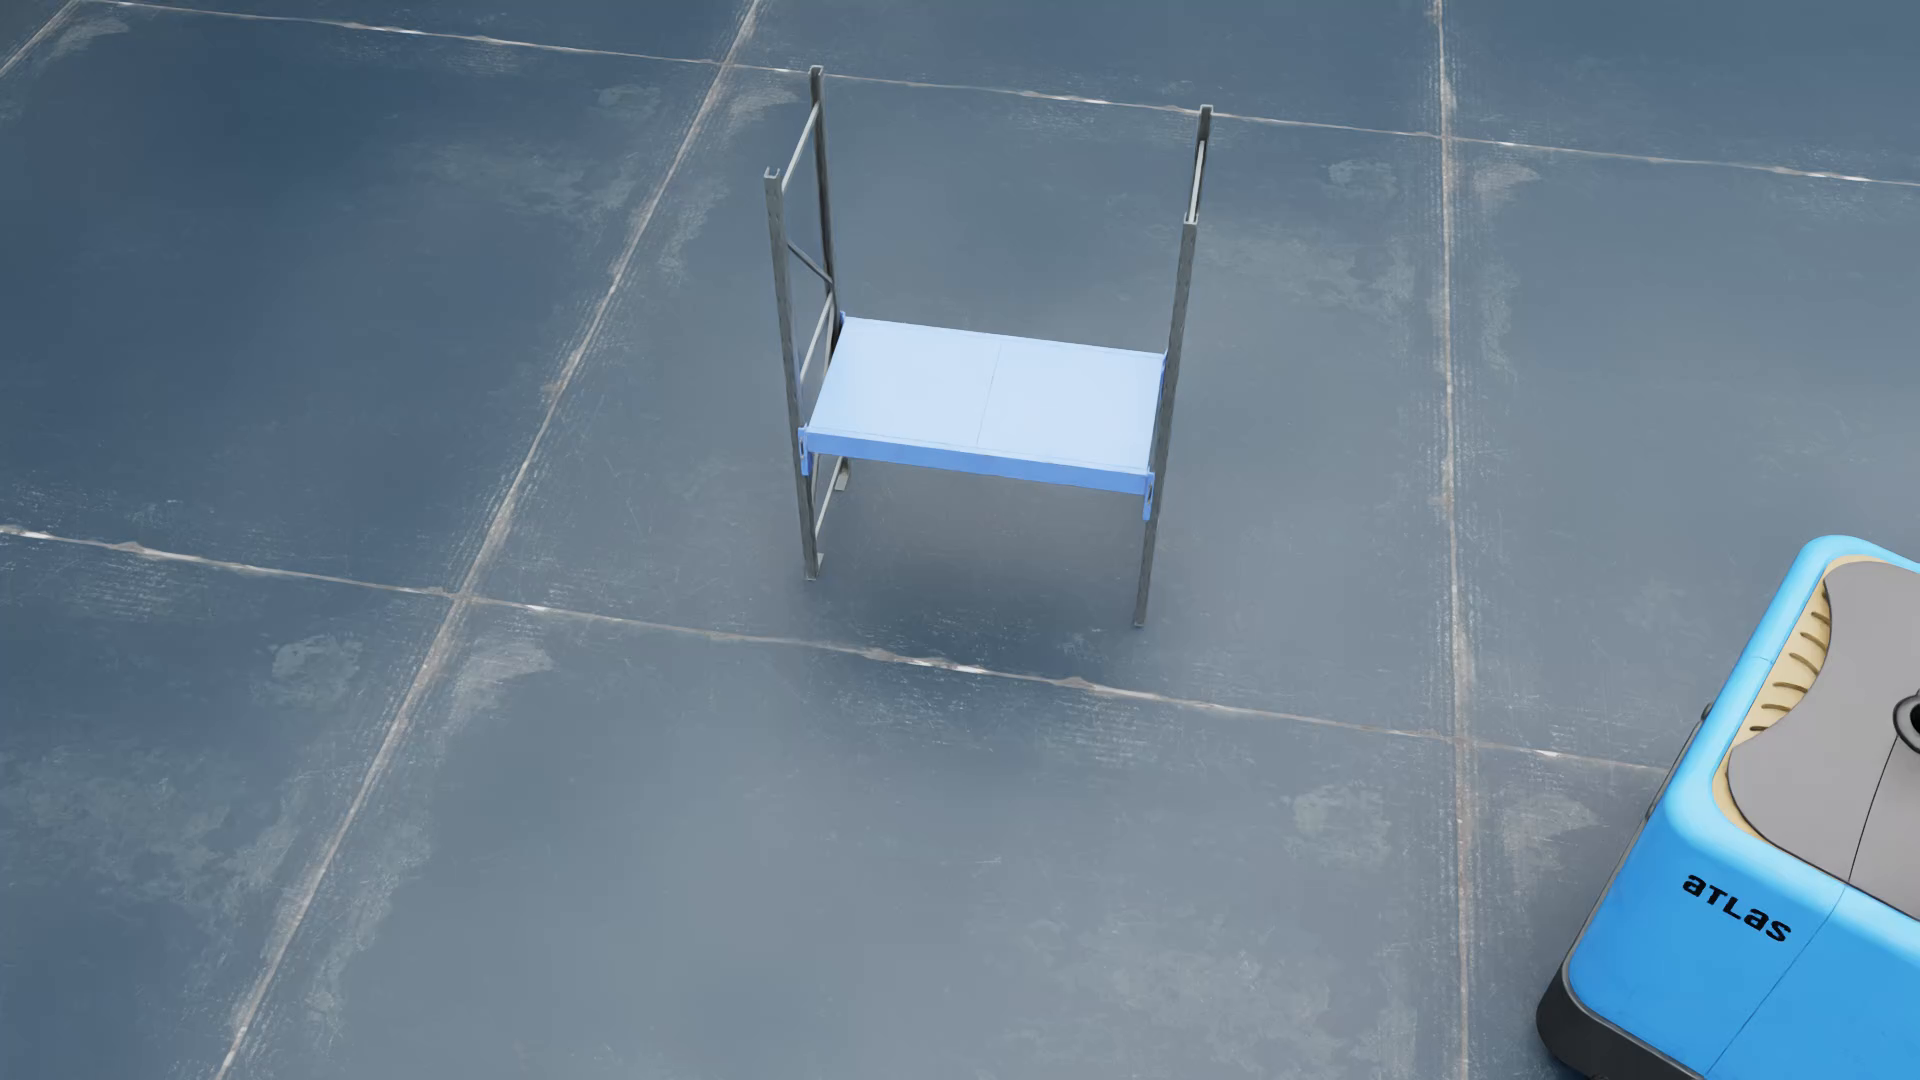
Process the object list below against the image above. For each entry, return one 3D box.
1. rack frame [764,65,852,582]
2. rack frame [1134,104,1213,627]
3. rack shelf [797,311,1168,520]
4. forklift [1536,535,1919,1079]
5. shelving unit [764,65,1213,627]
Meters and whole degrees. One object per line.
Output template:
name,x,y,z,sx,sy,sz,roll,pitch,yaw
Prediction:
rack frame,-0.416,-0.557,4.742,0.032,1.500,0.500,8,49,7
rack frame,0.584,-0.423,4.622,0.032,1.500,0.500,8,49,7
rack shelf,0.084,-0.370,4.816,1.000,0.185,0.538,8,49,7
forklift,2.896,0.649,2.696,3.031,2.935,1.130,29,54,24
shelving unit,0.084,-0.490,4.682,1.048,1.500,0.538,8,49,7
